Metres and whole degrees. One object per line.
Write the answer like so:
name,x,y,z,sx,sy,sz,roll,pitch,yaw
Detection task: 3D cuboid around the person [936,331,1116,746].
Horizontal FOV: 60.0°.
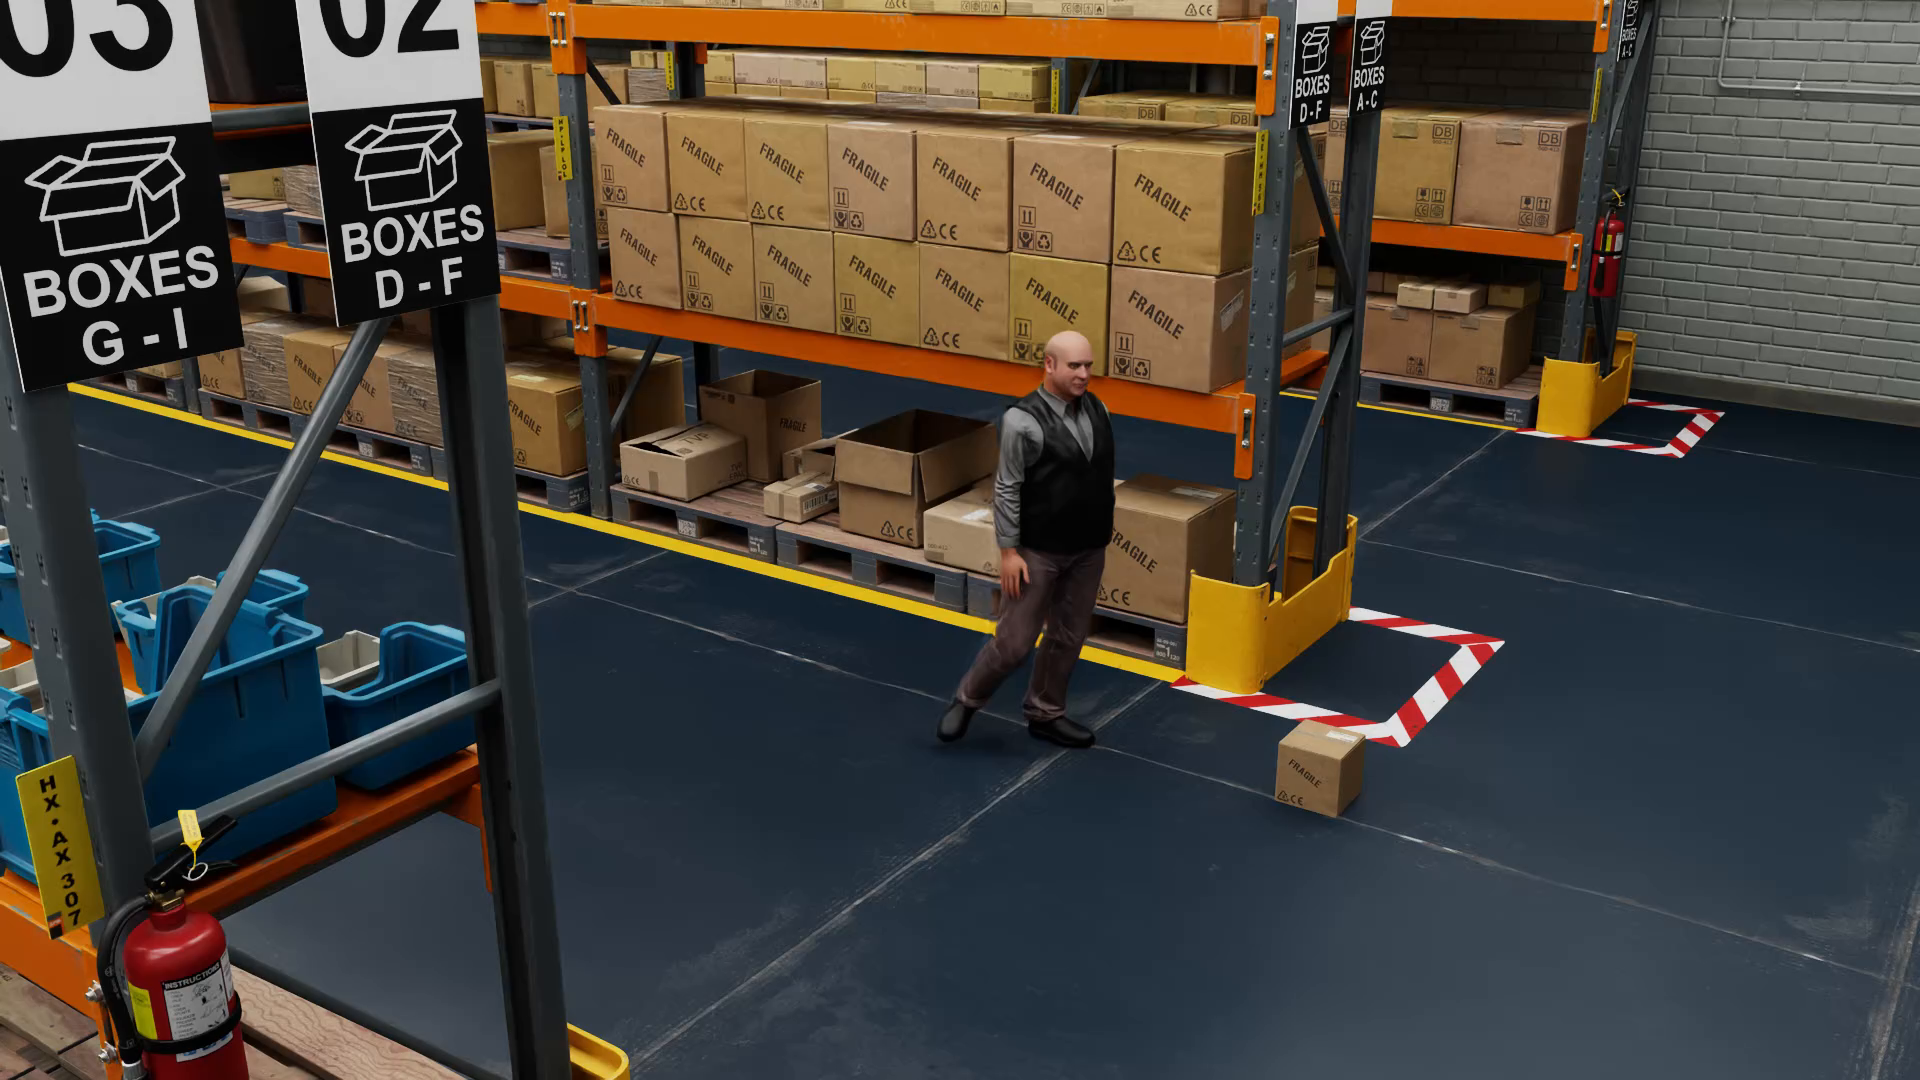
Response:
person,0.269,0.023,6.519,0.709,1.714,0.520,-14,24,-33
